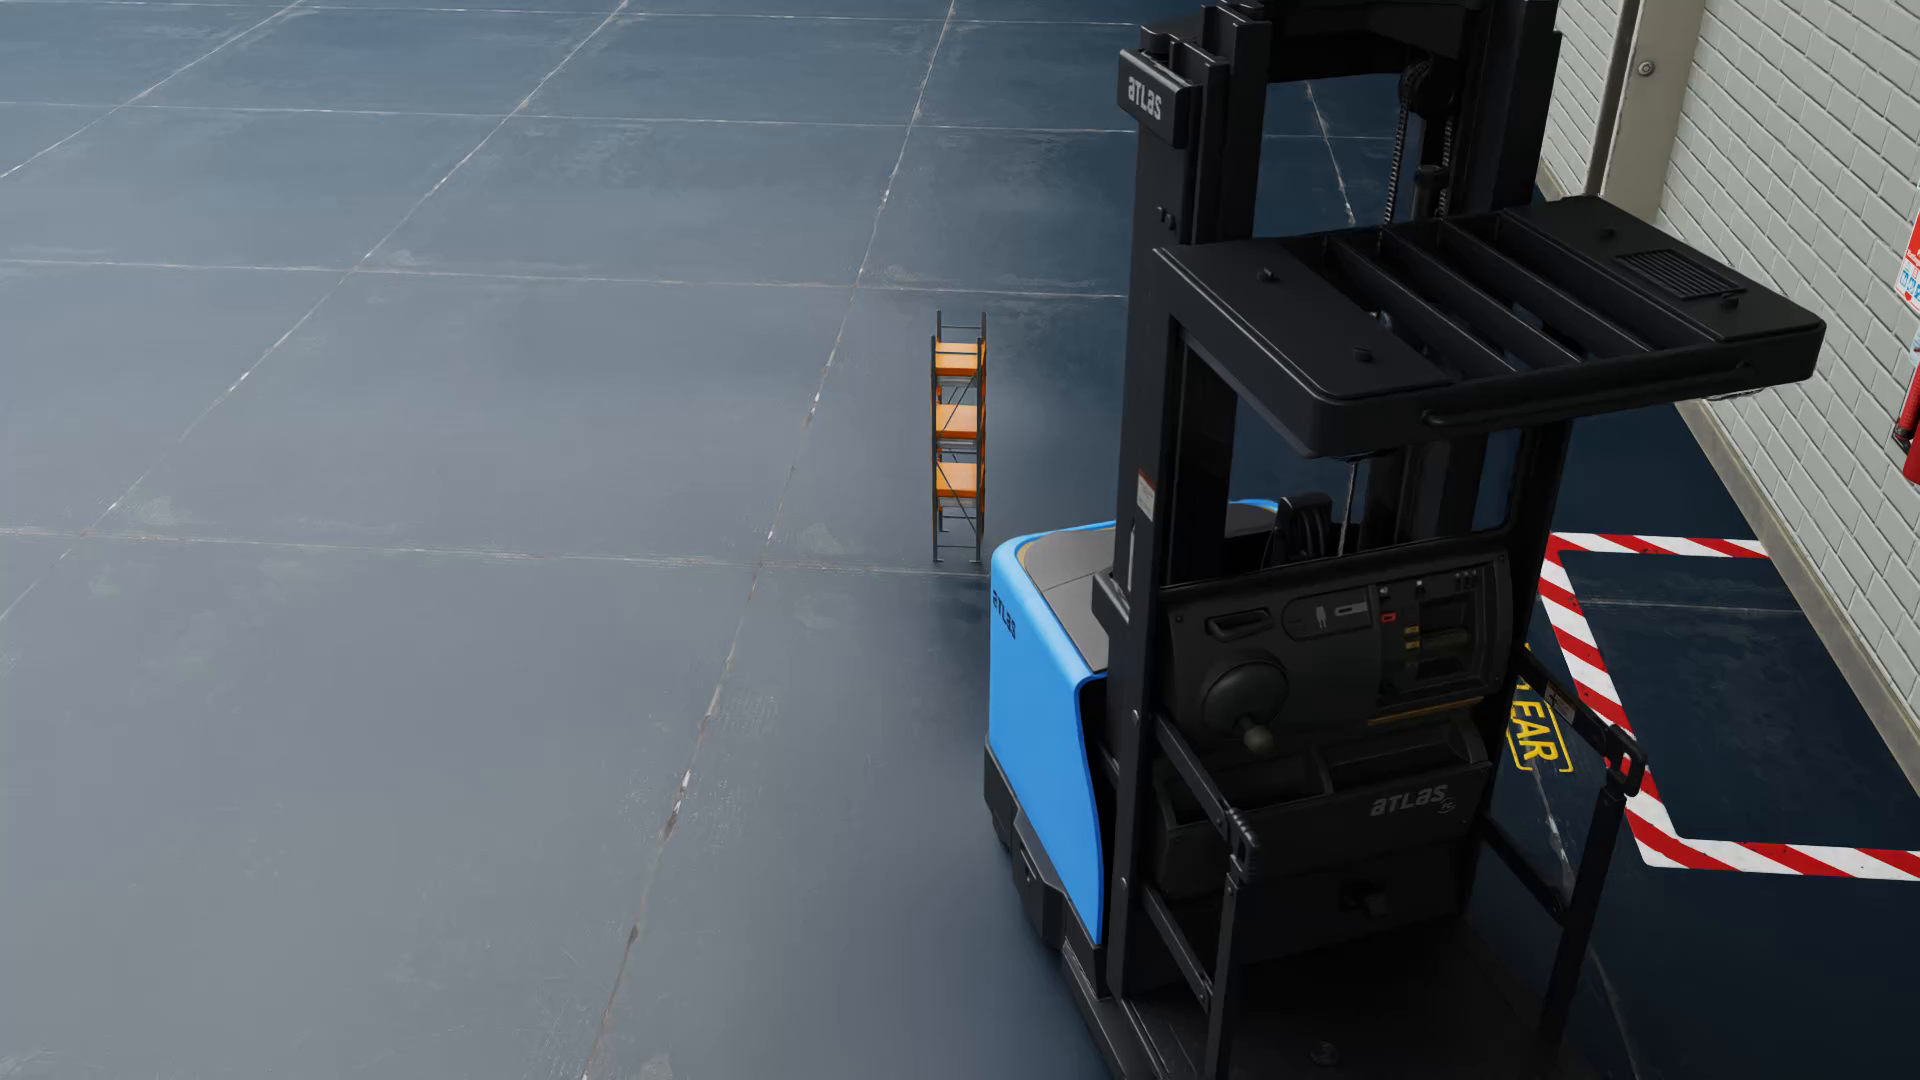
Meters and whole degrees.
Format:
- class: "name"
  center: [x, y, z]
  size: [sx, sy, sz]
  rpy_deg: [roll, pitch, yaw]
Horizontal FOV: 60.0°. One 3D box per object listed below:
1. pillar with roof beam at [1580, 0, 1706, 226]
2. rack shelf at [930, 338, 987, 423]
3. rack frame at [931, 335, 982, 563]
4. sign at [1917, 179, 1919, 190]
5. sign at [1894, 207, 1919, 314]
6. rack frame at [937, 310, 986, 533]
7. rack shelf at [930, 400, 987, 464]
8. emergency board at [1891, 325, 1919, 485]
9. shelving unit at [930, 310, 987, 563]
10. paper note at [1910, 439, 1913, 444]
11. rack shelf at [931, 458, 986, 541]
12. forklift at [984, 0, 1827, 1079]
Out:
- class: "pillar with roof beam"
  center: [-0.726, -5.297, 7.268]
  size: [9.100, 9.000, 0.400]
  rpy_deg: [2, 32, 4]
- class: "rack shelf"
  center: [-0.004, -0.652, 6.786]
  size: [0.215, 0.259, 0.240]
  rpy_deg: [2, 32, 4]
- class: "rack frame"
  center: [-0.014, -0.355, 6.826]
  size: [0.200, 1.050, 0.008]
  rpy_deg: [2, 32, 4]
- class: "sign"
  center: [3.454, -1.236, 5.857]
  size: [0.001, 0.109, 0.331]
  rpy_deg: [2, 32, 4]
- class: "sign"
  center: [3.463, -1.012, 6.000]
  size: [0.001, 0.329, 0.234]
  rpy_deg: [2, 32, 4]
- class: "rack frame"
  center: [0.006, -0.483, 7.033]
  size: [0.200, 1.050, 0.008]
  rpy_deg: [2, 32, 4]
- class: "rack shelf"
  center: [-0.004, -0.410, 6.935]
  size: [0.215, 0.259, 0.240]
  rpy_deg: [2, 32, 4]
- class: "emergency board"
  center: [3.315, -0.712, 5.547]
  size: [0.194, 1.169, 0.643]
  rpy_deg: [2, 32, 4]
- class: "shelving unit"
  center: [-0.004, -0.419, 6.929]
  size: [0.215, 1.050, 0.252]
  rpy_deg: [2, 32, 4]
- class: "paper note"
  center: [3.399, -0.427, 5.923]
  size: [0.016, 0.148, 0.142]
  rpy_deg: [2, 32, 4]
- class: "rack shelf"
  center: [-0.004, -0.173, 7.081]
  size: [0.215, 0.259, 0.240]
  rpy_deg: [2, 32, 4]
- class: "forklift"
  center: [1.014, 0.324, 3.930]
  size: [1.130, 2.935, 3.031]
  rpy_deg: [-9, 33, -15]
